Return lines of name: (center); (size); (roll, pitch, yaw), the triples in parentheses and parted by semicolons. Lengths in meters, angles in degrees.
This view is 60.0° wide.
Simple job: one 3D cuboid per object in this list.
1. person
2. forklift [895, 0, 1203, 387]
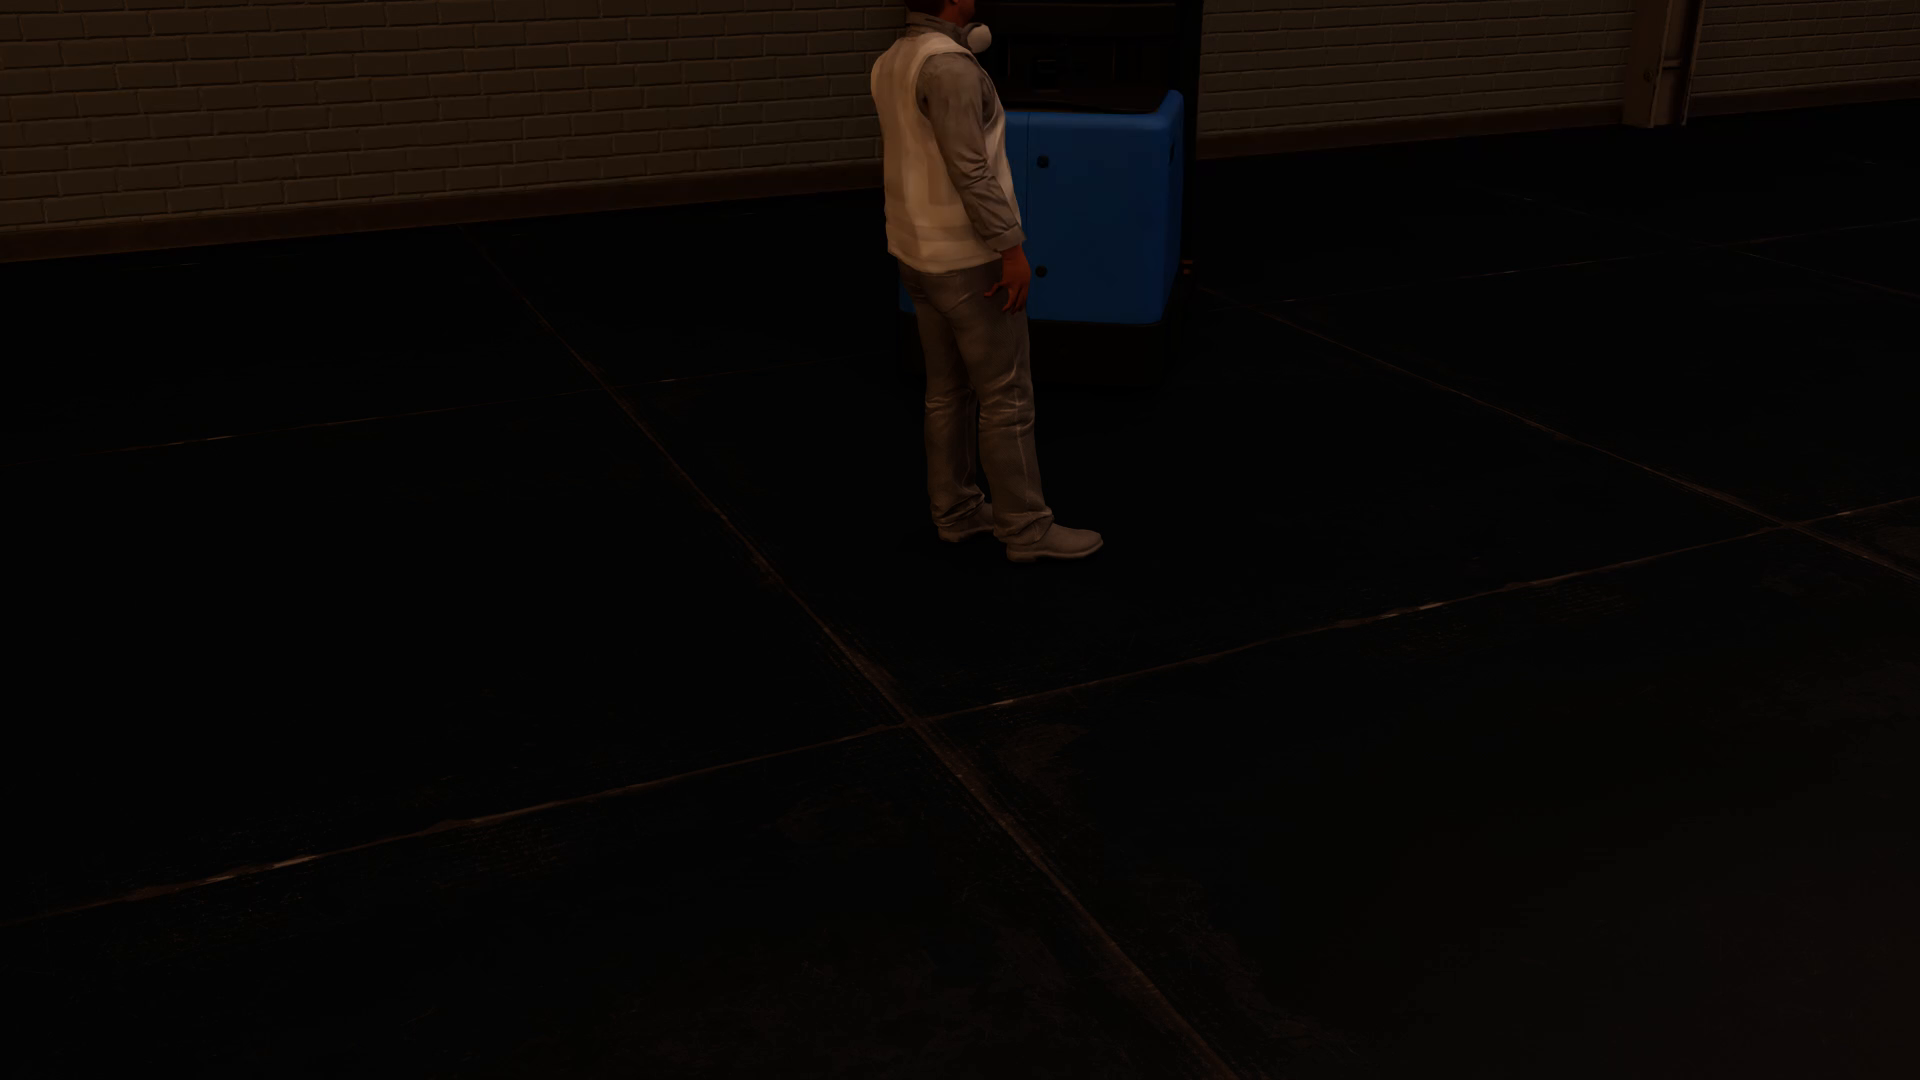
person: (0.060, -0.834, 4.783); (0.565, 1.776, 0.634); (-10, 25, -23)
forklift: (0.530, -2.469, 7.230); (1.130, 2.935, 3.031); (4, 23, 10)
